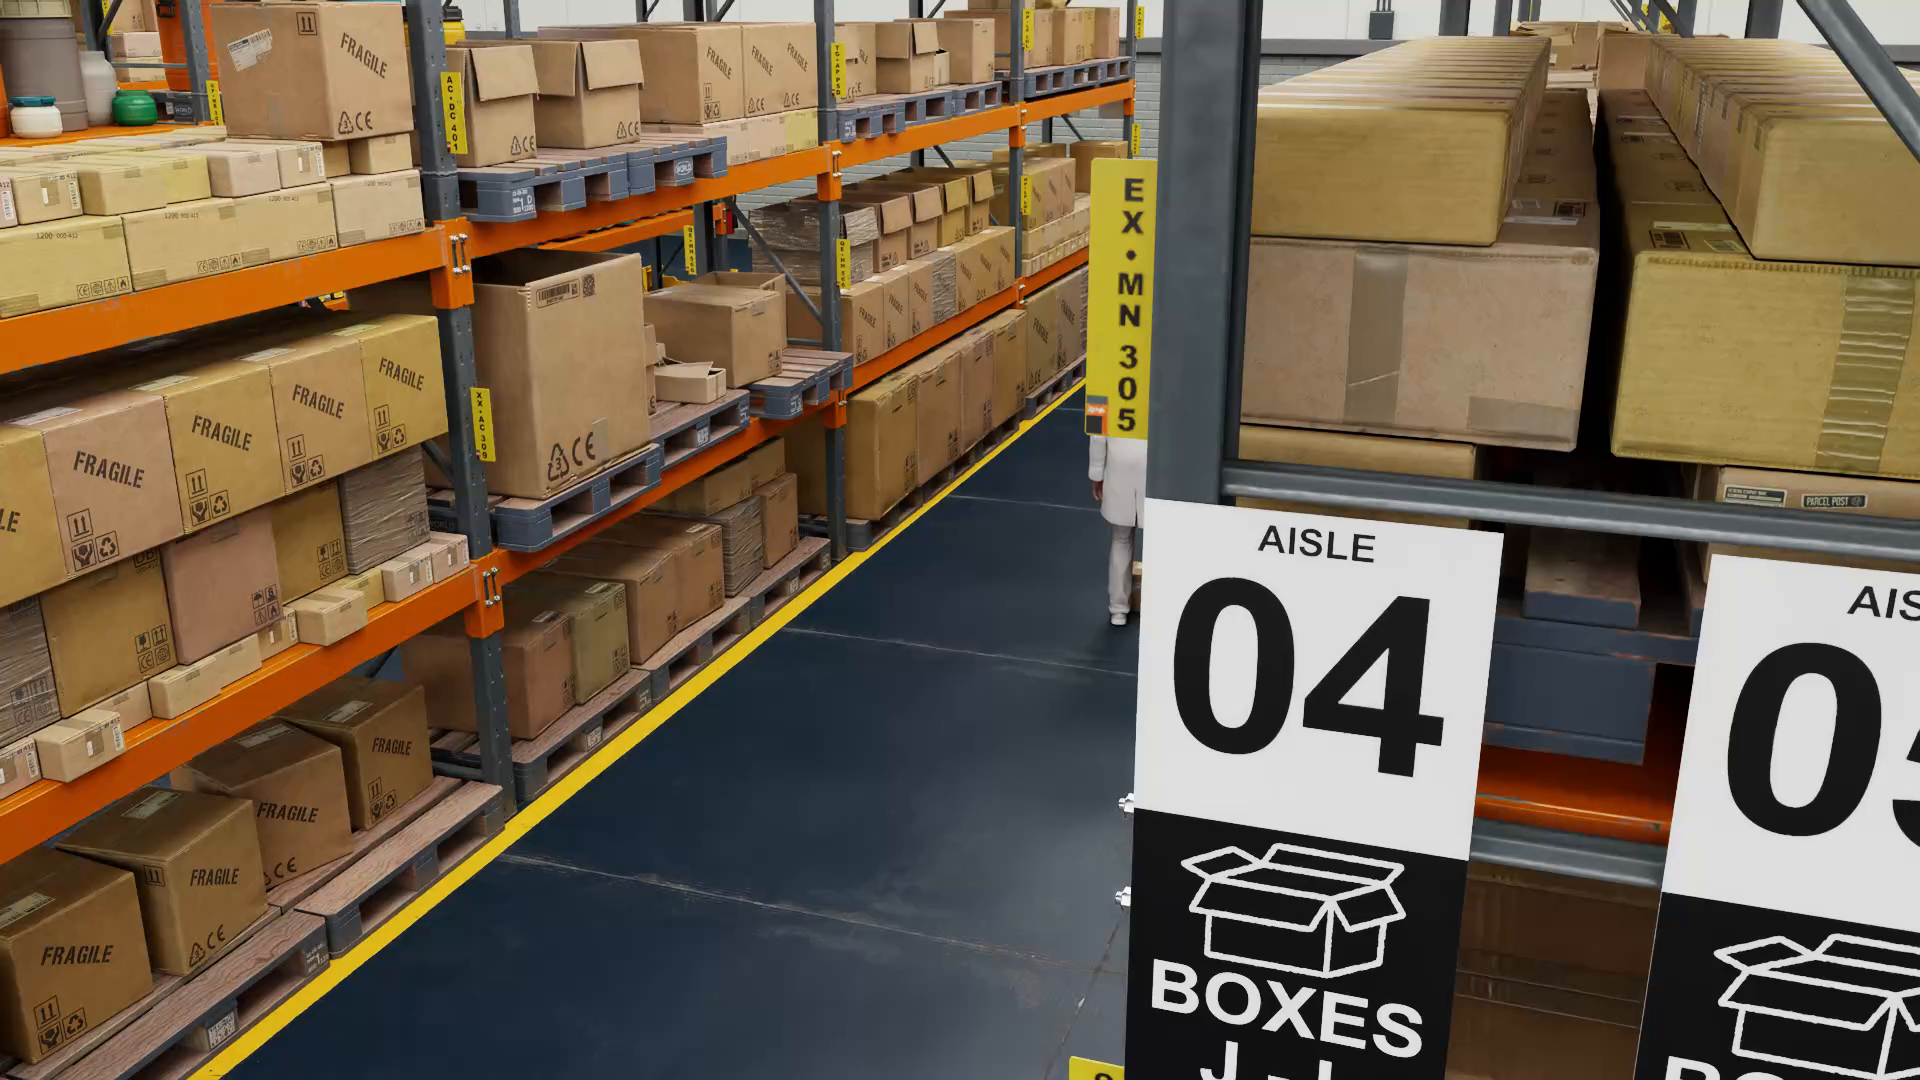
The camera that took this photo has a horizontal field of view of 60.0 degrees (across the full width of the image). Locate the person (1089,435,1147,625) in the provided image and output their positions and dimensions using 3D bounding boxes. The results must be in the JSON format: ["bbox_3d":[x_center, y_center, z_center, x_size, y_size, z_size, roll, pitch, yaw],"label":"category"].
[{"bbox_3d":[1.102,-0.346,10.126,0.656,1.774,0.417,6,19,16],"label":"person"}]
